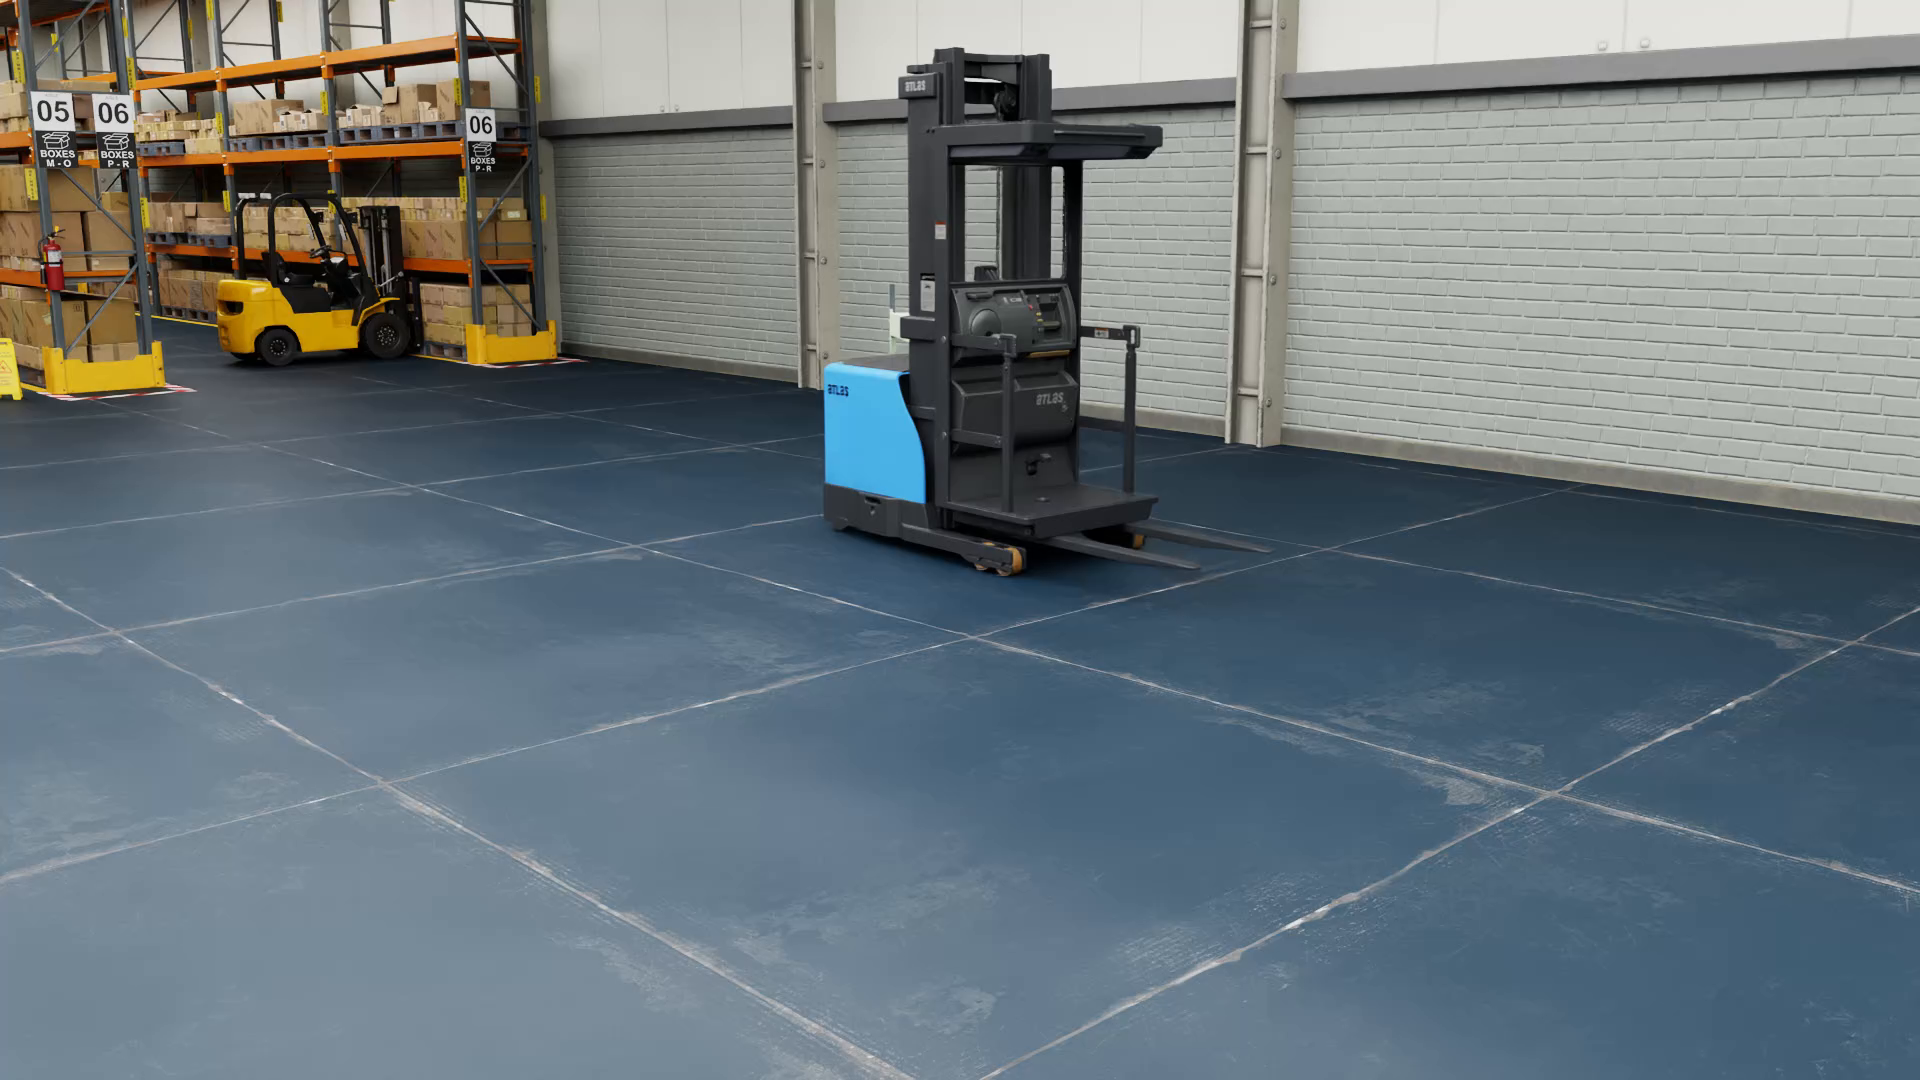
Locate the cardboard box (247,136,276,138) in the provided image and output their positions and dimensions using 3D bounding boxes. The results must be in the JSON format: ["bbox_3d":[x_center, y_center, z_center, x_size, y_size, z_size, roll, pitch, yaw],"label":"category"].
[{"bbox_3d":[-11.503,-6.682,27.363,0.380,0.149,0.250,-11,16,-42],"label":"cardboard box"}]

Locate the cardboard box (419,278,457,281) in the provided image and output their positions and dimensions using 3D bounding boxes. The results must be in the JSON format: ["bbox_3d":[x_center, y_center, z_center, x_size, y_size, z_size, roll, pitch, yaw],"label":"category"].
[{"bbox_3d":[-7.481,-3.577,23.637,0.500,0.250,0.500,-11,16,-42],"label":"cardboard box"}]

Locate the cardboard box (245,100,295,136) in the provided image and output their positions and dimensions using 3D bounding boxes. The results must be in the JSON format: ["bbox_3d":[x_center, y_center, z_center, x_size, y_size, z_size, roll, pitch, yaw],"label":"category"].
[{"bbox_3d":[-10.679,-6.578,25.937,0.700,0.500,0.500,-11,16,-44],"label":"cardboard box"}]

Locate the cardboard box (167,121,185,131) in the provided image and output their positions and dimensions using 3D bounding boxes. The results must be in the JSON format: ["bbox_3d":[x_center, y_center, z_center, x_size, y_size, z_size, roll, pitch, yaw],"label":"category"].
[{"bbox_3d":[-13.191,-7.014,28.184,0.380,0.149,0.250,-11,16,-42],"label":"cardboard box"}]

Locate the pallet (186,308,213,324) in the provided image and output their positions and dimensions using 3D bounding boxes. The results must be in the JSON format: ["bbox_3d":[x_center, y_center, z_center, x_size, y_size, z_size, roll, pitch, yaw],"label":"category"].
[{"bbox_3d":[-12.750,-3.931,28.970,1.003,0.211,1.213,-11,16,-43],"label":"pallet"}]

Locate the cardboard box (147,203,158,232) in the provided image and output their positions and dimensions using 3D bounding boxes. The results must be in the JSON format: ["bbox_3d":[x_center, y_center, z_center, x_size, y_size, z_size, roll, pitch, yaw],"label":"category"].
[{"bbox_3d":[-14.014,-5.741,29.557,0.700,0.500,0.500,-10,16,-41],"label":"cardboard box"}]

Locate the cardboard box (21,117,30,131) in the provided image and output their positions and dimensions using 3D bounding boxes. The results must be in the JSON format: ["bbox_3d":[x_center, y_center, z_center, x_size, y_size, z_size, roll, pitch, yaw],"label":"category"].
[{"bbox_3d":[-9.935,-4.504,18.029,0.380,0.149,0.250,-11,16,-42],"label":"cardboard box"}]

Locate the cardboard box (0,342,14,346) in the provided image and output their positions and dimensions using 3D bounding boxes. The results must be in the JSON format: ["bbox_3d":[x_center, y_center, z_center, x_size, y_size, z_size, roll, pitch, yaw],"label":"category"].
[{"bbox_3d":[-10.957,-2.237,19.608,0.500,0.250,0.500,11,16,43],"label":"cardboard box"}]

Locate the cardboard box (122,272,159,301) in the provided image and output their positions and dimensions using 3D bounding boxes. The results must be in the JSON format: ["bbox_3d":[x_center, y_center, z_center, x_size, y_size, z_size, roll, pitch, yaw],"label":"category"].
[{"bbox_3d":[-15.316,-4.770,31.282,0.500,0.500,0.700,11,16,43],"label":"cardboard box"}]

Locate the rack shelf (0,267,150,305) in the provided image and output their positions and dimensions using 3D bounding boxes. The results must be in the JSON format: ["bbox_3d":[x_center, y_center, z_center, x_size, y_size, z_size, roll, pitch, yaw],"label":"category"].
[{"bbox_3d":[-10.868,-3.085,19.732,1.077,0.370,4.000,-11,16,-43],"label":"rack shelf"}]

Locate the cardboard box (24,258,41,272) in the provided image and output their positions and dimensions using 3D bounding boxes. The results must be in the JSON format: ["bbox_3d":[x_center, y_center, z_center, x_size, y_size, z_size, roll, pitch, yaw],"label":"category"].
[{"bbox_3d":[-10.155,-3.068,18.493,0.380,0.149,0.250,-11,16,-43],"label":"cardboard box"}]

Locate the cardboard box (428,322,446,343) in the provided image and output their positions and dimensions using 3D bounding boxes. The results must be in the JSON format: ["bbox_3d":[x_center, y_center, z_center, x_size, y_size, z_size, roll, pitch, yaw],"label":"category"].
[{"bbox_3d":[-6.789,-2.795,22.316,0.500,0.250,0.500,-11,16,-43],"label":"cardboard box"}]

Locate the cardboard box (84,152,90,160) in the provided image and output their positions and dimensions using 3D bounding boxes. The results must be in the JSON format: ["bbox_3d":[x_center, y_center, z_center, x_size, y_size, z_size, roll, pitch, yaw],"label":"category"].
[{"bbox_3d":[-16.434,-7.314,31.669,0.380,0.149,0.250,-10,16,-41],"label":"cardboard box"}]

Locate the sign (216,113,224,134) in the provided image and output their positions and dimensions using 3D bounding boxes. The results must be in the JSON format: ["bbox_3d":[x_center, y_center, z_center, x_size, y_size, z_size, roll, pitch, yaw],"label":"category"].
[{"bbox_3d":[-11.818,-6.652,26.550,0.100,0.325,0.005,-11,16,-43],"label":"sign"}]

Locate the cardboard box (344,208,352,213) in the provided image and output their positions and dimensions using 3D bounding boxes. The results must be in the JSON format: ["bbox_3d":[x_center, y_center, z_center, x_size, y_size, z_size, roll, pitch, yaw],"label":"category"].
[{"bbox_3d":[-8.632,-4.705,23.957,0.380,0.149,0.250,-11,16,-43],"label":"cardboard box"}]

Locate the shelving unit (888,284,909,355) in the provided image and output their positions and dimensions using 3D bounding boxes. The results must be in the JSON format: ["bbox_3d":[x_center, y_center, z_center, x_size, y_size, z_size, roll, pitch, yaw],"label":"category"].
[{"bbox_3d":[-0.216,-1.014,11.614,0.431,1.500,0.755,-3,12,-13],"label":"shelving unit"}]

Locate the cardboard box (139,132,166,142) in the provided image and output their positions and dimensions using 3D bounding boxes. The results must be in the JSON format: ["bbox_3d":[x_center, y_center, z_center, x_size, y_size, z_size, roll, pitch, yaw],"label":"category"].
[{"bbox_3d":[-14.114,-7.048,29.086,0.380,0.149,0.250,-11,16,-42],"label":"cardboard box"}]

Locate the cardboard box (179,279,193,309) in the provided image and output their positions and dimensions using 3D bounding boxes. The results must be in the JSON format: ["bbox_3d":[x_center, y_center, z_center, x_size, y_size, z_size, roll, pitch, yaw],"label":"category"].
[{"bbox_3d":[-13.298,-4.318,29.092,0.500,0.500,0.500,11,16,43],"label":"cardboard box"}]

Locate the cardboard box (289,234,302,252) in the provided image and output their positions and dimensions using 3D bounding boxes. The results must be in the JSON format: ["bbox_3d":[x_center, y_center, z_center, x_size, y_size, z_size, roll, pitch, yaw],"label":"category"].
[{"bbox_3d":[-9.871,-4.534,25.357,0.500,0.250,0.500,-11,16,-42],"label":"cardboard box"}]

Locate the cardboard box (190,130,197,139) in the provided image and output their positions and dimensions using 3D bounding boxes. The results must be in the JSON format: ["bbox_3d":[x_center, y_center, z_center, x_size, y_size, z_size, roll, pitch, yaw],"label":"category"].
[{"bbox_3d":[-12.712,-6.805,27.960,0.380,0.149,0.250,-10,15,-41],"label":"cardboard box"}]

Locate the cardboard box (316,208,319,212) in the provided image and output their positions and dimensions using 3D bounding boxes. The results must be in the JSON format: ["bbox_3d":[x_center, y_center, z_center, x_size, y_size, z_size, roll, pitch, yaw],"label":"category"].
[{"bbox_3d":[-9.380,-4.885,24.832,0.380,0.149,0.250,-11,16,-43],"label":"cardboard box"}]

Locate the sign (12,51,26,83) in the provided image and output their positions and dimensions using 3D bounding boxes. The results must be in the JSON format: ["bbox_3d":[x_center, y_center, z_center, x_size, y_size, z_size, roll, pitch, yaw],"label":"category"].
[{"bbox_3d":[-9.902,-4.973,17.490,0.100,0.325,0.005,-11,16,-43],"label":"sign"}]

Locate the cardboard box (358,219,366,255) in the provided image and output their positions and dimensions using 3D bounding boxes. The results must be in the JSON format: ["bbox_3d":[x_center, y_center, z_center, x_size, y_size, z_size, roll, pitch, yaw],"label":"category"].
[{"bbox_3d":[-8.172,-4.295,23.578,0.500,0.500,0.500,-11,16,-42],"label":"cardboard box"}]

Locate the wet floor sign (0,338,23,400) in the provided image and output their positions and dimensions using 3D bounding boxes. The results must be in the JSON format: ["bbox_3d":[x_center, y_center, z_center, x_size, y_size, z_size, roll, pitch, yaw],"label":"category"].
[{"bbox_3d":[-10.129,-1.815,17.622,0.267,0.644,0.232,-5,13,-23],"label":"wet floor sign"}]

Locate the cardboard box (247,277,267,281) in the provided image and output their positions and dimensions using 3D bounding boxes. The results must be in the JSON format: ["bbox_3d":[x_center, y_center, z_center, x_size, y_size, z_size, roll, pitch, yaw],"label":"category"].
[{"bbox_3d":[-11.003,-3.954,27.016,0.875,0.625,0.625,-10,15,-41],"label":"cardboard box"}]

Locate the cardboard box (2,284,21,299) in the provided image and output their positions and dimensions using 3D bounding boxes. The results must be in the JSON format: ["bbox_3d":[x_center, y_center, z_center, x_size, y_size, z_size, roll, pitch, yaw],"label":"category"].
[{"bbox_3d":[-10.883,-2.890,19.311,0.380,0.149,0.250,-10,15,-40],"label":"cardboard box"}]

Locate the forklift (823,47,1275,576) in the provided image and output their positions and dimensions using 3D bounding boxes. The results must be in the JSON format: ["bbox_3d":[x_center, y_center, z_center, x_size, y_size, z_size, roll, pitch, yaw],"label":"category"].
[{"bbox_3d":[0.467,-1.345,9.674,1.130,2.935,3.031,-10,15,-40],"label":"forklift"}]

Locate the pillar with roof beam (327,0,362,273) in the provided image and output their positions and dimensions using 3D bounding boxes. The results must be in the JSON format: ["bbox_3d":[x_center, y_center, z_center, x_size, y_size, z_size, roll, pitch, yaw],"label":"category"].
[{"bbox_3d":[-12.985,-7.279,23.439,9.100,9.000,0.400,-11,16,-43],"label":"pillar with roof beam"}]

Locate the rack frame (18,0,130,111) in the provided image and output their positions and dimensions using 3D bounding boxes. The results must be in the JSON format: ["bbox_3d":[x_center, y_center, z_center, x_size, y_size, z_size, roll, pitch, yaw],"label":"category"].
[{"bbox_3d":[-9.487,-6.083,17.638,1.000,3.000,0.127,-11,16,-43],"label":"rack frame"}]

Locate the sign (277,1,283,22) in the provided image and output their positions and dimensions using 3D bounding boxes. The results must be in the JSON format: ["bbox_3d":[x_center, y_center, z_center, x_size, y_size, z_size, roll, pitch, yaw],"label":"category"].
[{"bbox_3d":[-11.025,-8.556,26.932,0.100,0.325,0.005,-11,16,-43],"label":"sign"}]

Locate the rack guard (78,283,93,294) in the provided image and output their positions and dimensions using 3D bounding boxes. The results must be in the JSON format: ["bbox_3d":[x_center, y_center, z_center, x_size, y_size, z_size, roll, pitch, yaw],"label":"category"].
[{"bbox_3d":[-16.896,-4.937,33.135,1.175,0.500,0.348,-11,16,-43],"label":"rack guard"}]

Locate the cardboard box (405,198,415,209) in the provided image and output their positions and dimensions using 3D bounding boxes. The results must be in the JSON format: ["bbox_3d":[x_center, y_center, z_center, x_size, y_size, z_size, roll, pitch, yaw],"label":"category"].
[{"bbox_3d":[-7.253,-4.545,22.445,0.380,0.149,0.250,-10,16,-41],"label":"cardboard box"}]

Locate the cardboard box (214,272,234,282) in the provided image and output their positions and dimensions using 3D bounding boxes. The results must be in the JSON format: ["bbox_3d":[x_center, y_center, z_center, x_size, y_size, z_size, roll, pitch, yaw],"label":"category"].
[{"bbox_3d":[-12.309,-4.421,27.982,0.250,0.149,0.380,11,16,43],"label":"cardboard box"}]

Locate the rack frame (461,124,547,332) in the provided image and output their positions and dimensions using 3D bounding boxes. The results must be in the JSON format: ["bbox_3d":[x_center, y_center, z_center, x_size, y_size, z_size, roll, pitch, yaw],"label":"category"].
[{"bbox_3d":[-5.899,-3.837,21.603,1.000,3.000,0.127,-11,16,-43],"label":"rack frame"}]

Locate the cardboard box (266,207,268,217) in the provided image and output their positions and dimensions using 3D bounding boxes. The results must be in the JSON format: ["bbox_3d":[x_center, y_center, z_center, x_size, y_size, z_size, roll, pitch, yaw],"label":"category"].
[{"bbox_3d":[-10.651,-5.142,26.082,0.380,0.149,0.250,-11,16,-42],"label":"cardboard box"}]

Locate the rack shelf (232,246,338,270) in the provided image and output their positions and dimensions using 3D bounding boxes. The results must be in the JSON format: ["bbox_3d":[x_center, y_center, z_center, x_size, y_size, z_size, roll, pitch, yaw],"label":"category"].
[{"bbox_3d":[-10.043,-4.361,25.926,1.077,0.370,4.000,-11,16,-43],"label":"rack shelf"}]

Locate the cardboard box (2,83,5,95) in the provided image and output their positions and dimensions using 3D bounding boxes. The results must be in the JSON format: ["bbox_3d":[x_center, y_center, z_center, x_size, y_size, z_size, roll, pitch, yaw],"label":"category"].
[{"bbox_3d":[-10.411,-5.012,18.517,0.380,0.149,0.250,-11,16,-42],"label":"cardboard box"}]

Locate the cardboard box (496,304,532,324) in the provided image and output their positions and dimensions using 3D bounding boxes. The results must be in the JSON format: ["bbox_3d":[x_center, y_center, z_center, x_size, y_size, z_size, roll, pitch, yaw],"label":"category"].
[{"bbox_3d":[-6.074,-3.039,22.261,0.500,0.250,0.500,-11,16,-42],"label":"cardboard box"}]

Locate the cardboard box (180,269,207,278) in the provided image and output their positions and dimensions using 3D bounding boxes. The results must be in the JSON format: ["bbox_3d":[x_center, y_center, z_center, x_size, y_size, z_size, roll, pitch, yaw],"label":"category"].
[{"bbox_3d":[-13.499,-4.695,29.311,0.380,0.149,0.250,-11,16,-44],"label":"cardboard box"}]

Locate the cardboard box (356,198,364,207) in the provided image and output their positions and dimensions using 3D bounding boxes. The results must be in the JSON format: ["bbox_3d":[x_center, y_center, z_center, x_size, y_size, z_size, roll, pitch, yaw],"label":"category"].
[{"bbox_3d":[-8.397,-4.822,23.792,0.380,0.149,0.250,-11,16,-42],"label":"cardboard box"}]

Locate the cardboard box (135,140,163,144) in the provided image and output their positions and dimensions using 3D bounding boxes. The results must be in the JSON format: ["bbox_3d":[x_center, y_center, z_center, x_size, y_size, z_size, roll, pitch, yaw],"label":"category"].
[{"bbox_3d":[-14.701,-7.165,29.958,0.500,0.250,0.500,-11,16,-42],"label":"cardboard box"}]

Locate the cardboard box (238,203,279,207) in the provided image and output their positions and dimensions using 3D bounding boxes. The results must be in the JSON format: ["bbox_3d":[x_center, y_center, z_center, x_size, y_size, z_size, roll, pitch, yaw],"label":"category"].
[{"bbox_3d":[-11.666,-5.356,27.688,0.500,0.500,0.500,-10,15,-40],"label":"cardboard box"}]

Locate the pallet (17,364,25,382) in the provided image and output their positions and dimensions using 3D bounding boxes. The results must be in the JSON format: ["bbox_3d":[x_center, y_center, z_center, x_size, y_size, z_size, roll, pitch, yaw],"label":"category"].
[{"bbox_3d":[-10.913,-2.092,20.042,1.003,0.211,1.213,-11,16,-43],"label":"pallet"}]

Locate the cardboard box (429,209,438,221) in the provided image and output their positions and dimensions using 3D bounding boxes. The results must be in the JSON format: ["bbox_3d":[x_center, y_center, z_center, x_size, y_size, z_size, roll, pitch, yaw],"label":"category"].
[{"bbox_3d":[-6.837,-4.333,22.153,0.380,0.149,0.250,-11,16,-43],"label":"cardboard box"}]

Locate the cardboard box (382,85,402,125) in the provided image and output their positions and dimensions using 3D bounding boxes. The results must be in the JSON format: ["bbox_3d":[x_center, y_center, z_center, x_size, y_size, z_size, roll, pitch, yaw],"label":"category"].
[{"bbox_3d":[-7.392,-5.896,22.620,0.797,0.503,0.637,-10,15,-41],"label":"cardboard box"}]

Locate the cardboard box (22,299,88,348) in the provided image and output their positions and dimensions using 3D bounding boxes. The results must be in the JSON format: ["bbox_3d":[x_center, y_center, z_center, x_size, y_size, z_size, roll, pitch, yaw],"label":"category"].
[{"bbox_3d":[-10.228,-2.452,18.794,0.500,0.500,0.500,-11,16,-42],"label":"cardboard box"}]

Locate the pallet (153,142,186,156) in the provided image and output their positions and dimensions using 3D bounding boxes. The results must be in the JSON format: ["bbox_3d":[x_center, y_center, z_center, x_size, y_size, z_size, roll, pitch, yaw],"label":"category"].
[{"bbox_3d":[-13.068,-6.710,28.578,1.213,0.211,1.003,-11,16,-43],"label":"pallet"}]

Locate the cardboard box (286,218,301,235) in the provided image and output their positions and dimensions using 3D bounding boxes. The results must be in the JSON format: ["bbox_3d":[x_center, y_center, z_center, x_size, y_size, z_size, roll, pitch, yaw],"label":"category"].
[{"bbox_3d":[-9.895,-4.778,25.302,0.500,0.250,0.500,-10,16,-41],"label":"cardboard box"}]

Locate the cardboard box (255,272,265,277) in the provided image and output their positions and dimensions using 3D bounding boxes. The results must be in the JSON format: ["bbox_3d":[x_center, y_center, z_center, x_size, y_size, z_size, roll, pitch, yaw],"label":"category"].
[{"bbox_3d":[-11.723,-4.466,28.201,0.380,0.149,0.250,-10,15,-41],"label":"cardboard box"}]
